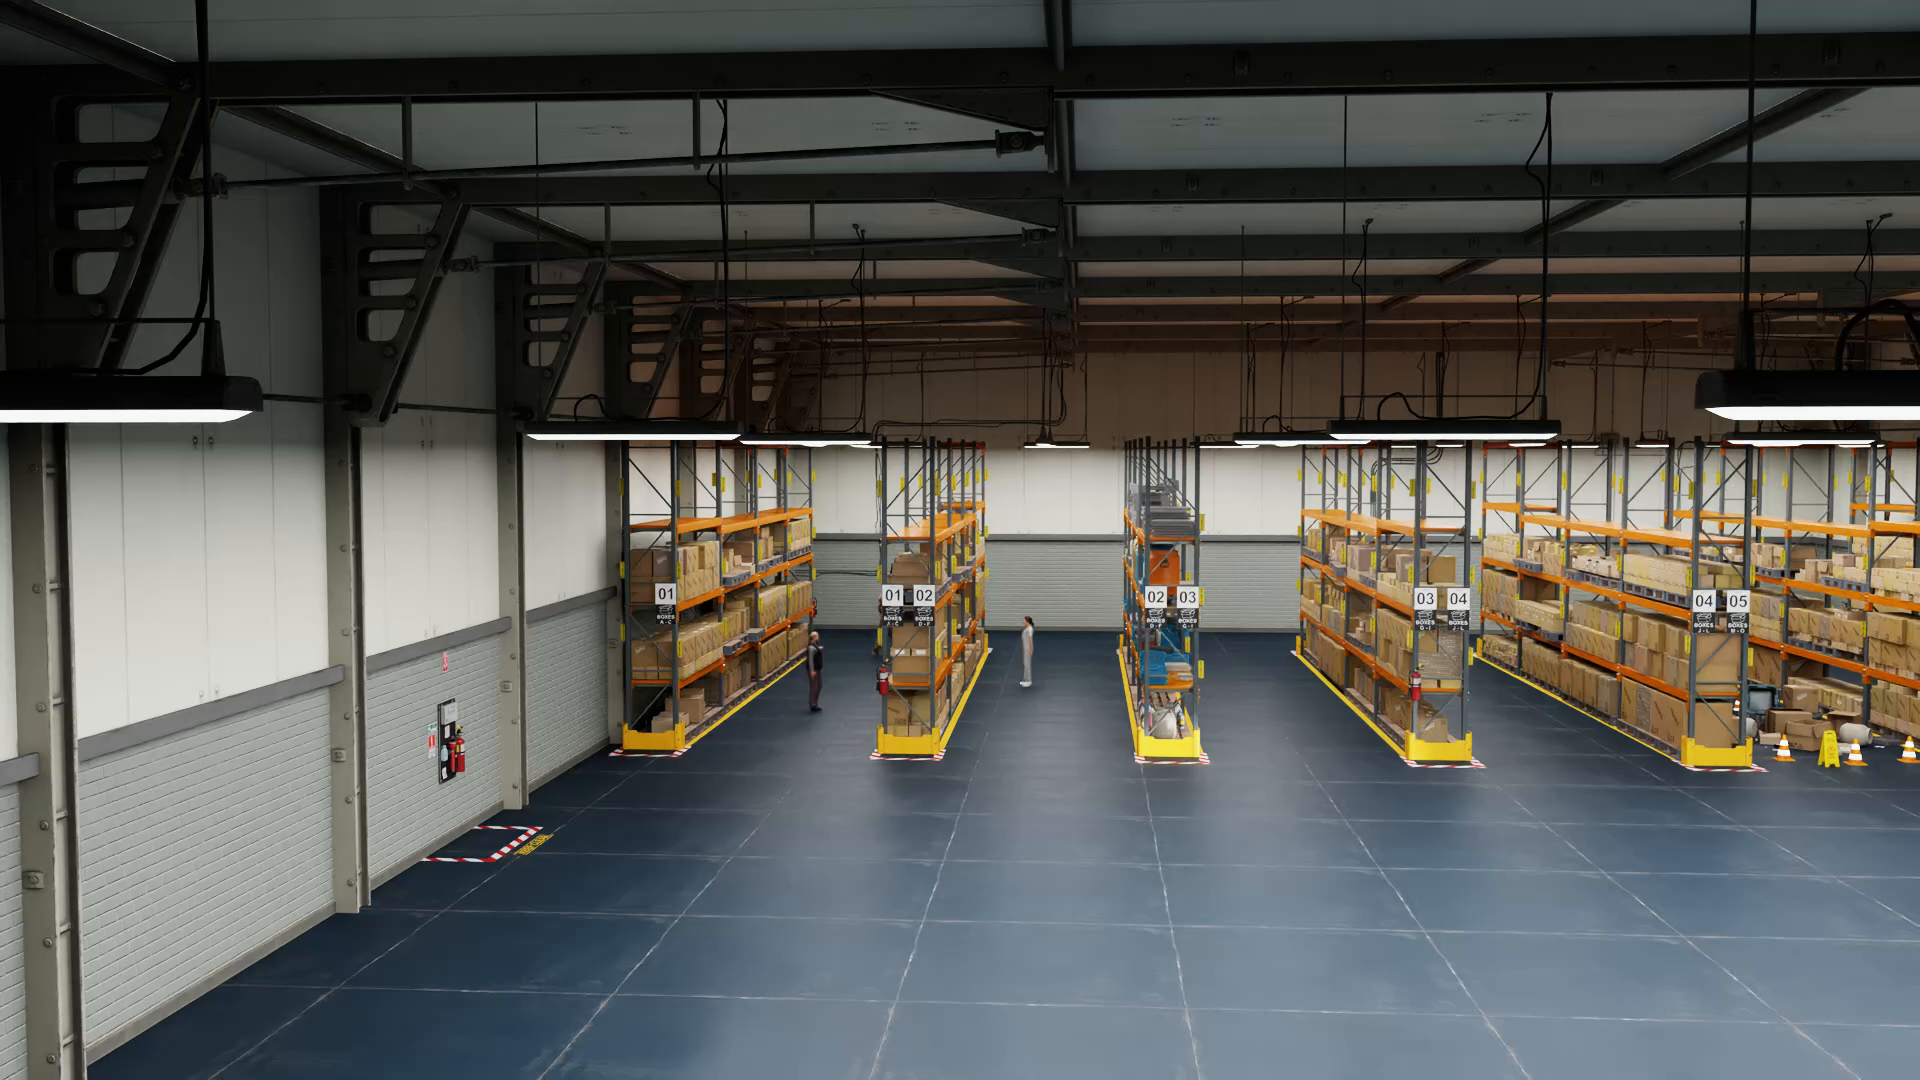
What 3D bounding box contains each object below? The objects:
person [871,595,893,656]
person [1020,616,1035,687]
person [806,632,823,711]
[{"bbox_3d":[-1.982,2.386,46.225,1.093,1.716,0.560,-2,4,-35],"label":"person"},{"bbox_3d":[1.650,2.719,40.718,0.385,1.711,0.564,0,3,-4],"label":"person"},{"bbox_3d":[-3.218,2.935,36.826,0.387,1.809,0.606,0,3,7],"label":"person"}]
